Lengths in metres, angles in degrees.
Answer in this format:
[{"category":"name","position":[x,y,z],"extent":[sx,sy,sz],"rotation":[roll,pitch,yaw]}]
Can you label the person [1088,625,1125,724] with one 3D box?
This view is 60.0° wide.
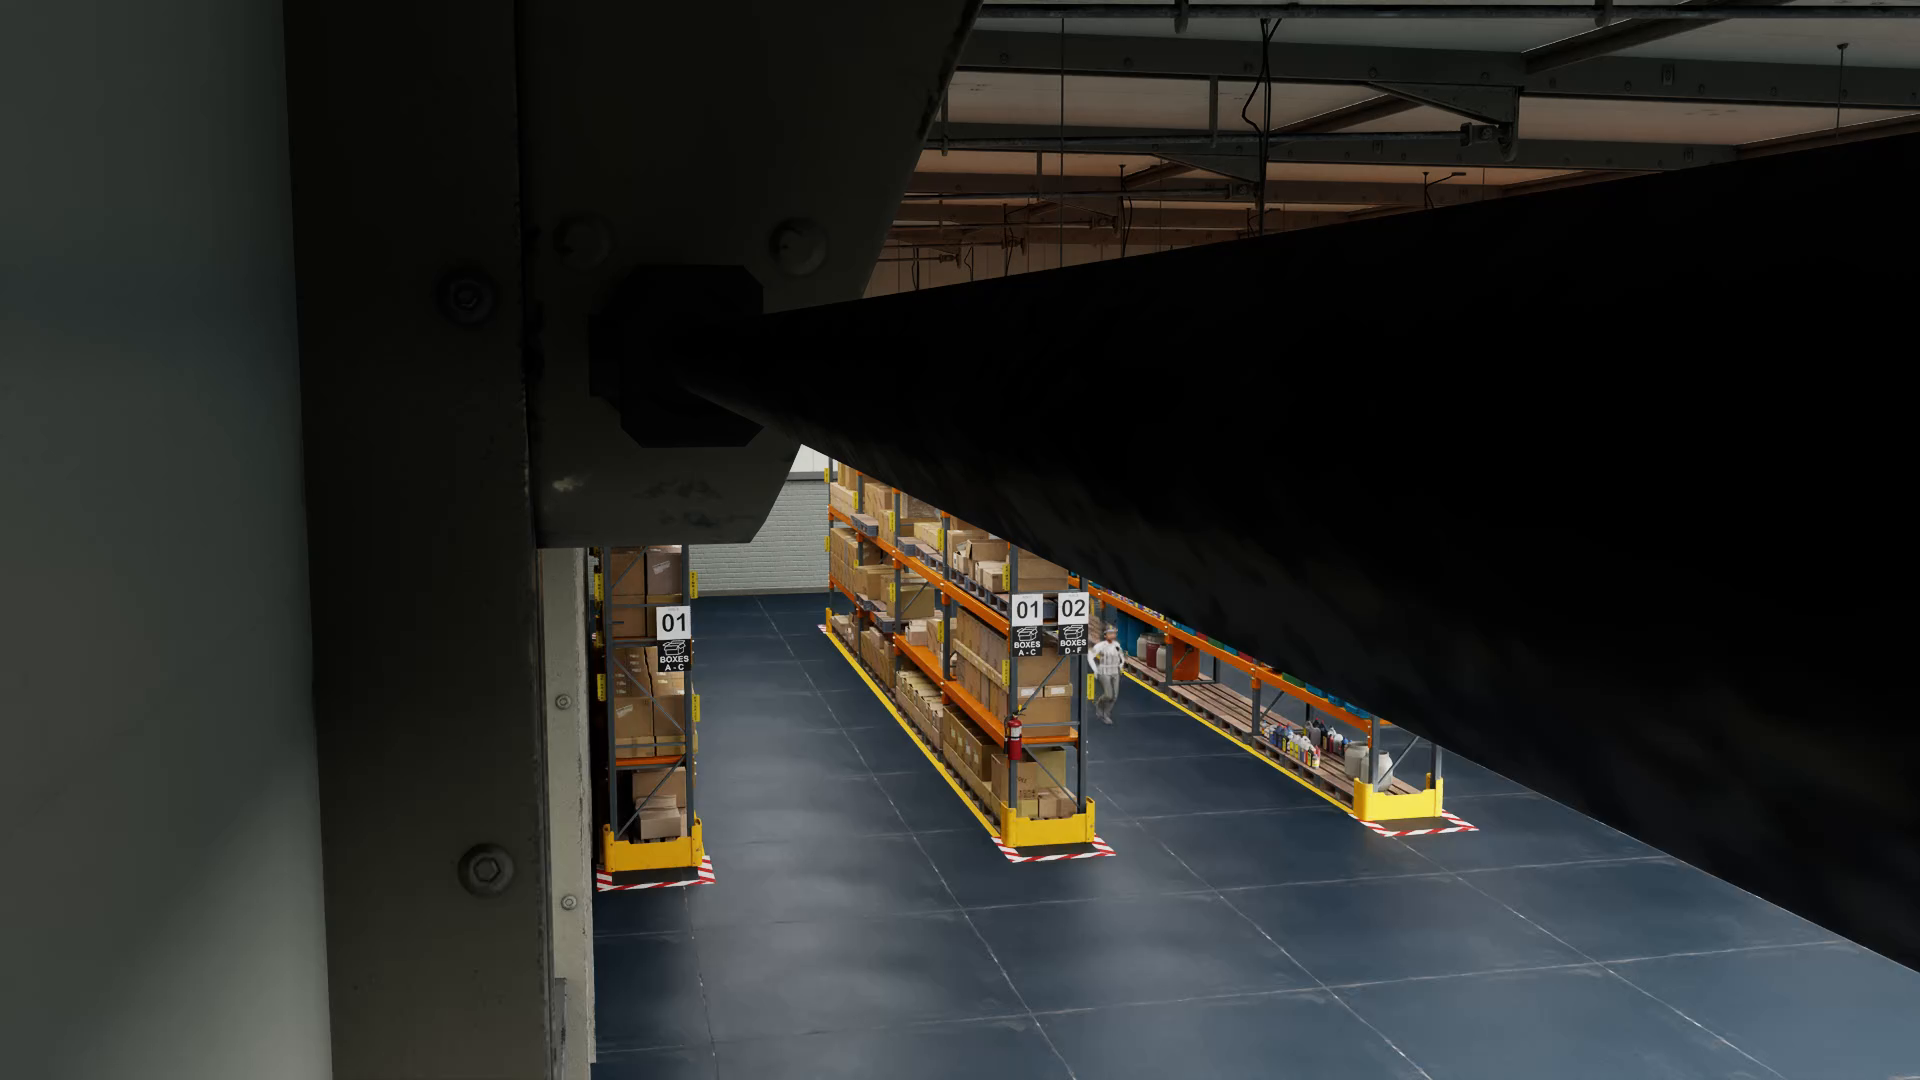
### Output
[{"category":"person","position":[2.468,2.223,27.415],"extent":[0.615,1.658,0.541],"rotation":[-3,7,-22]}]
